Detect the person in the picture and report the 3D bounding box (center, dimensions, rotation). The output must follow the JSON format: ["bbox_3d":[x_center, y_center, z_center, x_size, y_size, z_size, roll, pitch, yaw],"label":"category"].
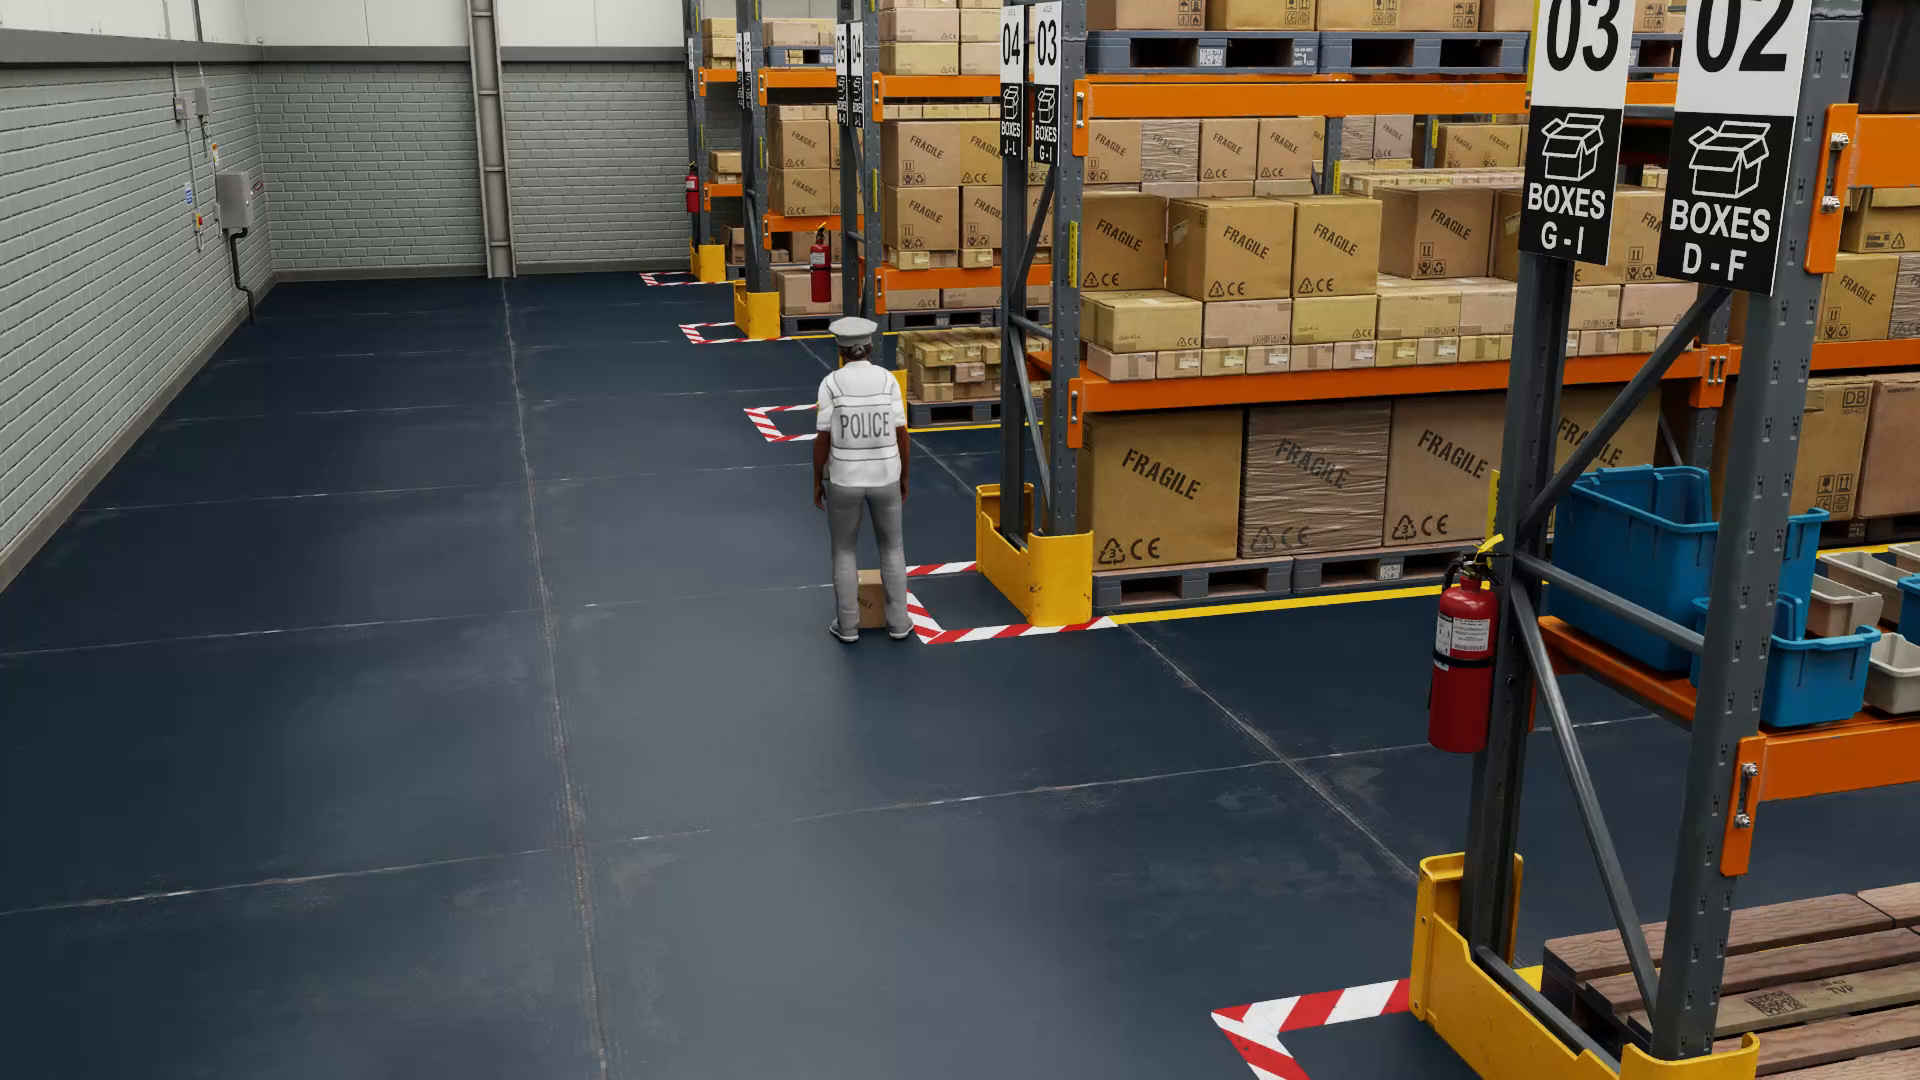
[{"bbox_3d":[-0.491,-0.296,8.551,0.530,1.663,0.391,-3,16,-11],"label":"person"}]
